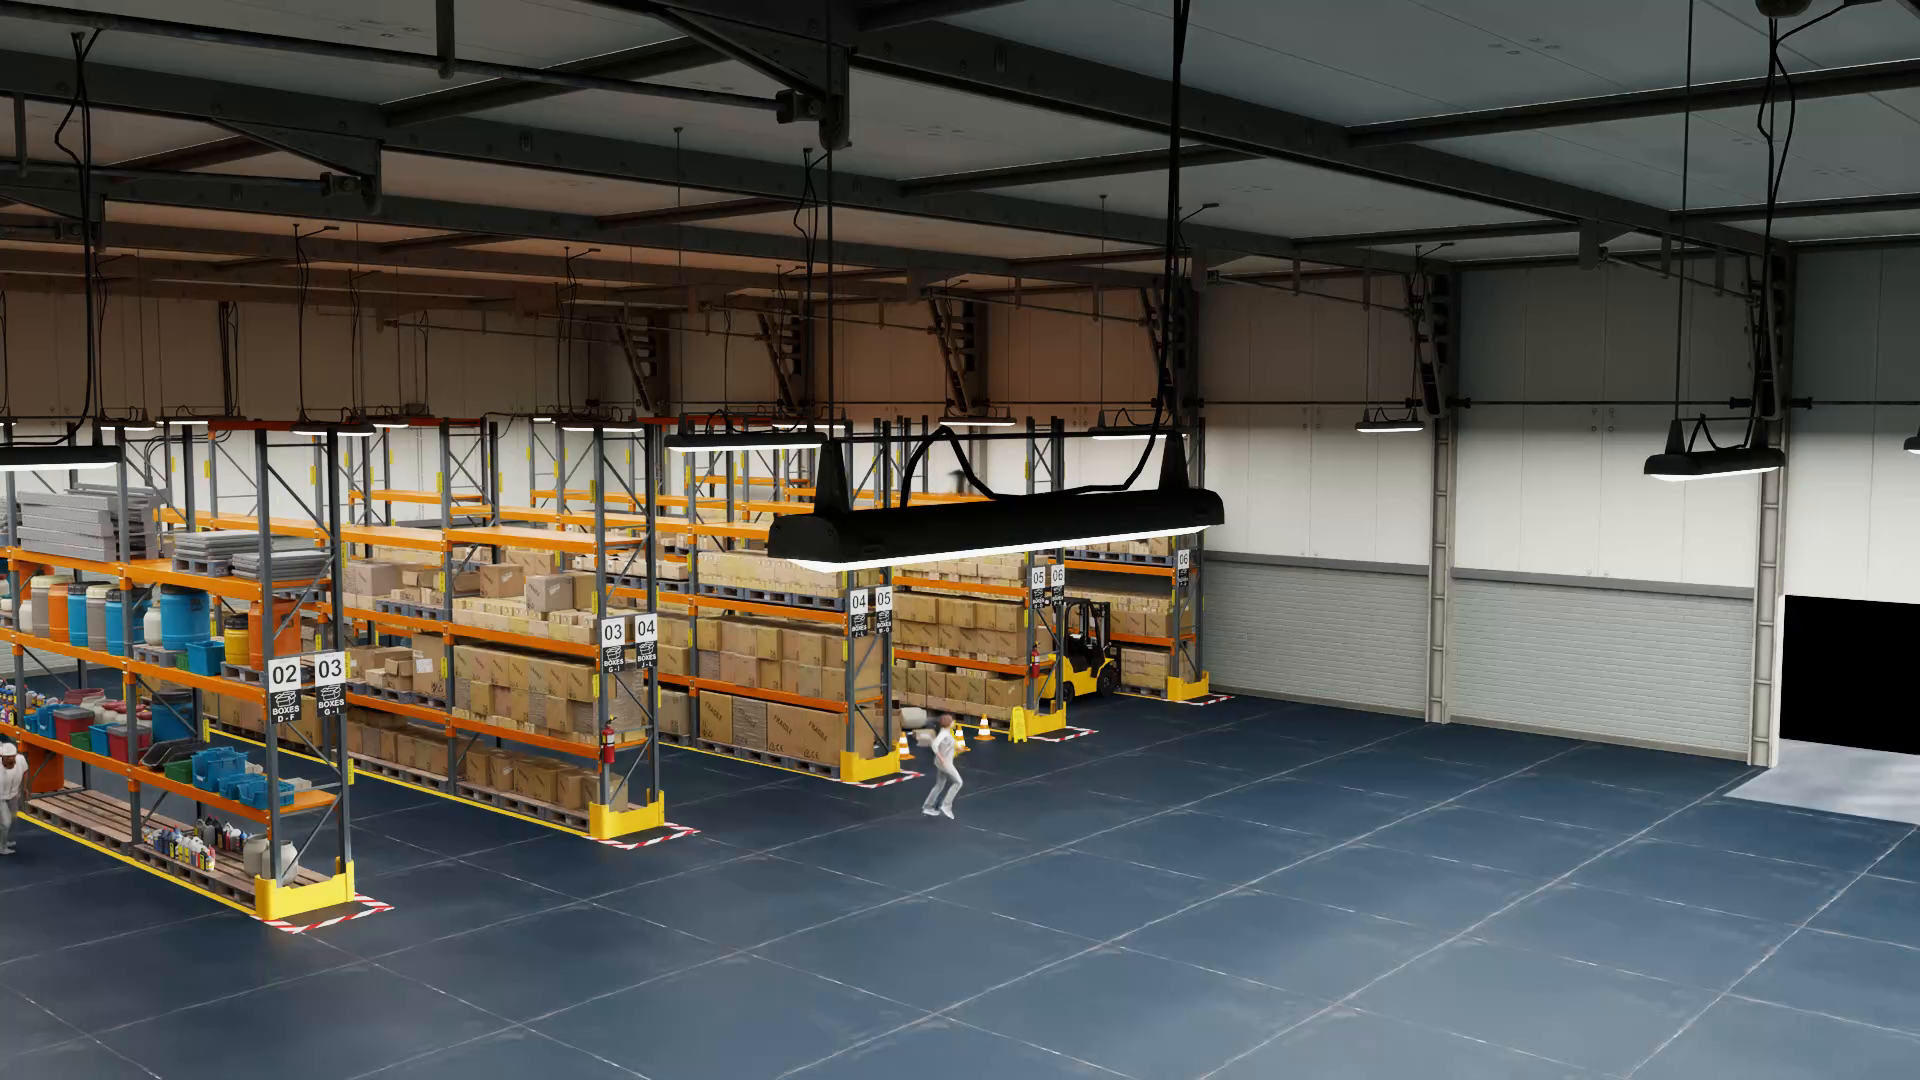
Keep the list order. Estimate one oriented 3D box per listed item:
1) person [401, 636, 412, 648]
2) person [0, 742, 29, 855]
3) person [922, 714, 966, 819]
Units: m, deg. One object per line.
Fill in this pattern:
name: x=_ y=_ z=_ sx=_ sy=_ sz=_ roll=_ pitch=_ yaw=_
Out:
person: x=-13.466 y=2.088 z=40.567 sx=0.654 sy=1.739 sz=0.955 roll=3 pitch=6 yaw=34
person: x=-13.375 y=3.596 z=23.237 sx=0.868 sy=1.625 sz=0.687 roll=2 pitch=5 yaw=21
person: x=-0.243 y=3.434 z=25.273 sx=0.669 sy=1.600 sz=0.512 roll=-1 pitch=5 yaw=-8
